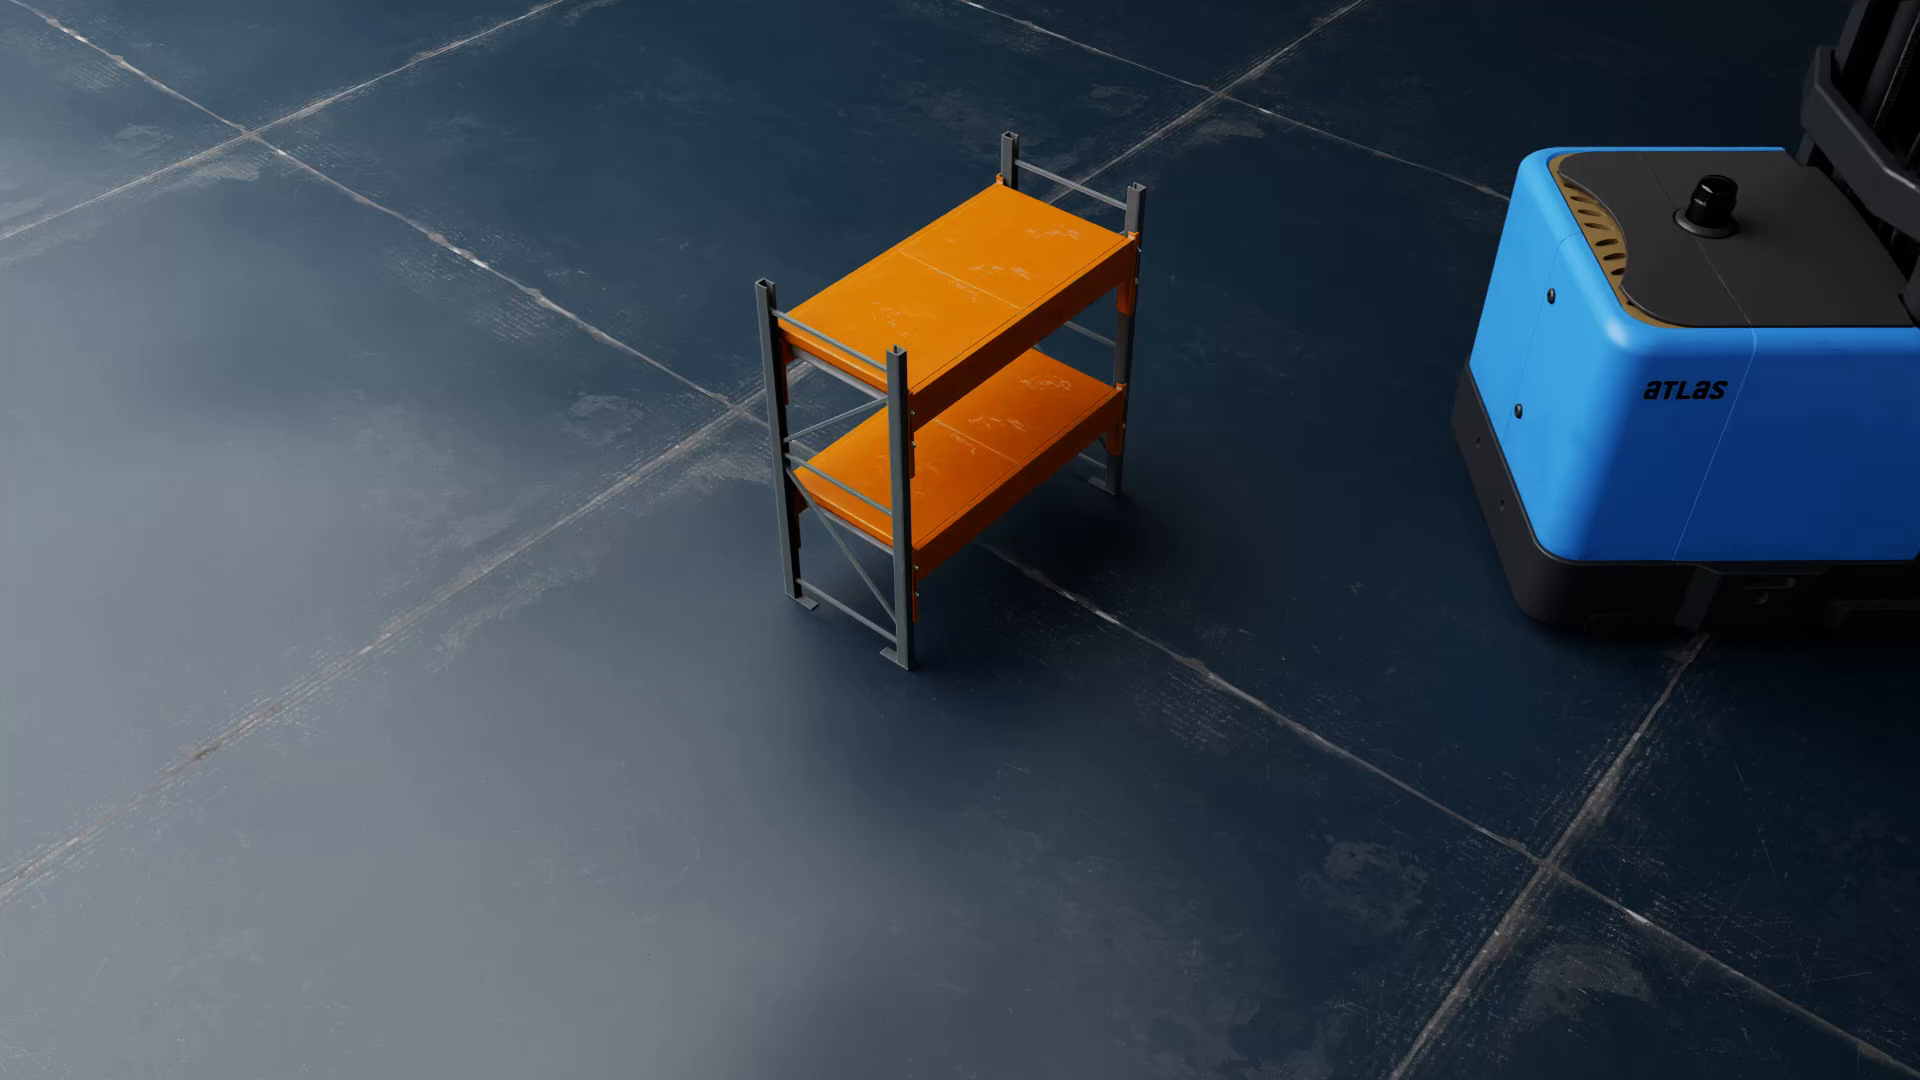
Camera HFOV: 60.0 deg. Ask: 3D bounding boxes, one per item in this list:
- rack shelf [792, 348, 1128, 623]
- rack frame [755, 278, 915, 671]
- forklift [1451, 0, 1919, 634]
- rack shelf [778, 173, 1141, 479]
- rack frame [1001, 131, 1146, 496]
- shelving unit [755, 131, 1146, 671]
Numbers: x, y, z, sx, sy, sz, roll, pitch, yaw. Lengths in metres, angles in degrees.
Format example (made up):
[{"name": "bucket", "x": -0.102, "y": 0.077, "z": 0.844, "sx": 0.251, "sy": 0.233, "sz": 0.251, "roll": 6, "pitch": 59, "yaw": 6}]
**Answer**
[{"name": "rack shelf", "x": -0.004, "y": -0.232, "z": 5.032, "sx": 0.538, "sy": 0.278, "sz": 1.000, "roll": 29, "pitch": 50, "yaw": 28}, {"name": "rack frame", "x": -0.331, "y": -0.151, "z": 4.580, "sx": 0.500, "sy": 1.125, "sz": 0.032, "roll": 29, "pitch": 50, "yaw": 28}, {"name": "forklift", "x": 3.163, "y": -1.143, "z": 4.328, "sx": 3.031, "sy": 2.935, "sz": 1.130, "roll": 0, "pitch": 42, "yaw": 0}, {"name": "rack shelf", "x": -0.004, "y": -0.629, "z": 4.671, "sx": 0.538, "sy": 0.278, "sz": 1.000, "roll": 29, "pitch": 50, "yaw": 28}, {"name": "rack frame", "x": 0.323, "y": -0.674, "z": 5.156, "sx": 0.500, "sy": 1.125, "sz": 0.032, "roll": 29, "pitch": 50, "yaw": 28}, {"name": "shelving unit", "x": -0.004, "y": -0.413, "z": 4.868, "sx": 0.538, "sy": 1.125, "sz": 1.048, "roll": 29, "pitch": 50, "yaw": 28}]
